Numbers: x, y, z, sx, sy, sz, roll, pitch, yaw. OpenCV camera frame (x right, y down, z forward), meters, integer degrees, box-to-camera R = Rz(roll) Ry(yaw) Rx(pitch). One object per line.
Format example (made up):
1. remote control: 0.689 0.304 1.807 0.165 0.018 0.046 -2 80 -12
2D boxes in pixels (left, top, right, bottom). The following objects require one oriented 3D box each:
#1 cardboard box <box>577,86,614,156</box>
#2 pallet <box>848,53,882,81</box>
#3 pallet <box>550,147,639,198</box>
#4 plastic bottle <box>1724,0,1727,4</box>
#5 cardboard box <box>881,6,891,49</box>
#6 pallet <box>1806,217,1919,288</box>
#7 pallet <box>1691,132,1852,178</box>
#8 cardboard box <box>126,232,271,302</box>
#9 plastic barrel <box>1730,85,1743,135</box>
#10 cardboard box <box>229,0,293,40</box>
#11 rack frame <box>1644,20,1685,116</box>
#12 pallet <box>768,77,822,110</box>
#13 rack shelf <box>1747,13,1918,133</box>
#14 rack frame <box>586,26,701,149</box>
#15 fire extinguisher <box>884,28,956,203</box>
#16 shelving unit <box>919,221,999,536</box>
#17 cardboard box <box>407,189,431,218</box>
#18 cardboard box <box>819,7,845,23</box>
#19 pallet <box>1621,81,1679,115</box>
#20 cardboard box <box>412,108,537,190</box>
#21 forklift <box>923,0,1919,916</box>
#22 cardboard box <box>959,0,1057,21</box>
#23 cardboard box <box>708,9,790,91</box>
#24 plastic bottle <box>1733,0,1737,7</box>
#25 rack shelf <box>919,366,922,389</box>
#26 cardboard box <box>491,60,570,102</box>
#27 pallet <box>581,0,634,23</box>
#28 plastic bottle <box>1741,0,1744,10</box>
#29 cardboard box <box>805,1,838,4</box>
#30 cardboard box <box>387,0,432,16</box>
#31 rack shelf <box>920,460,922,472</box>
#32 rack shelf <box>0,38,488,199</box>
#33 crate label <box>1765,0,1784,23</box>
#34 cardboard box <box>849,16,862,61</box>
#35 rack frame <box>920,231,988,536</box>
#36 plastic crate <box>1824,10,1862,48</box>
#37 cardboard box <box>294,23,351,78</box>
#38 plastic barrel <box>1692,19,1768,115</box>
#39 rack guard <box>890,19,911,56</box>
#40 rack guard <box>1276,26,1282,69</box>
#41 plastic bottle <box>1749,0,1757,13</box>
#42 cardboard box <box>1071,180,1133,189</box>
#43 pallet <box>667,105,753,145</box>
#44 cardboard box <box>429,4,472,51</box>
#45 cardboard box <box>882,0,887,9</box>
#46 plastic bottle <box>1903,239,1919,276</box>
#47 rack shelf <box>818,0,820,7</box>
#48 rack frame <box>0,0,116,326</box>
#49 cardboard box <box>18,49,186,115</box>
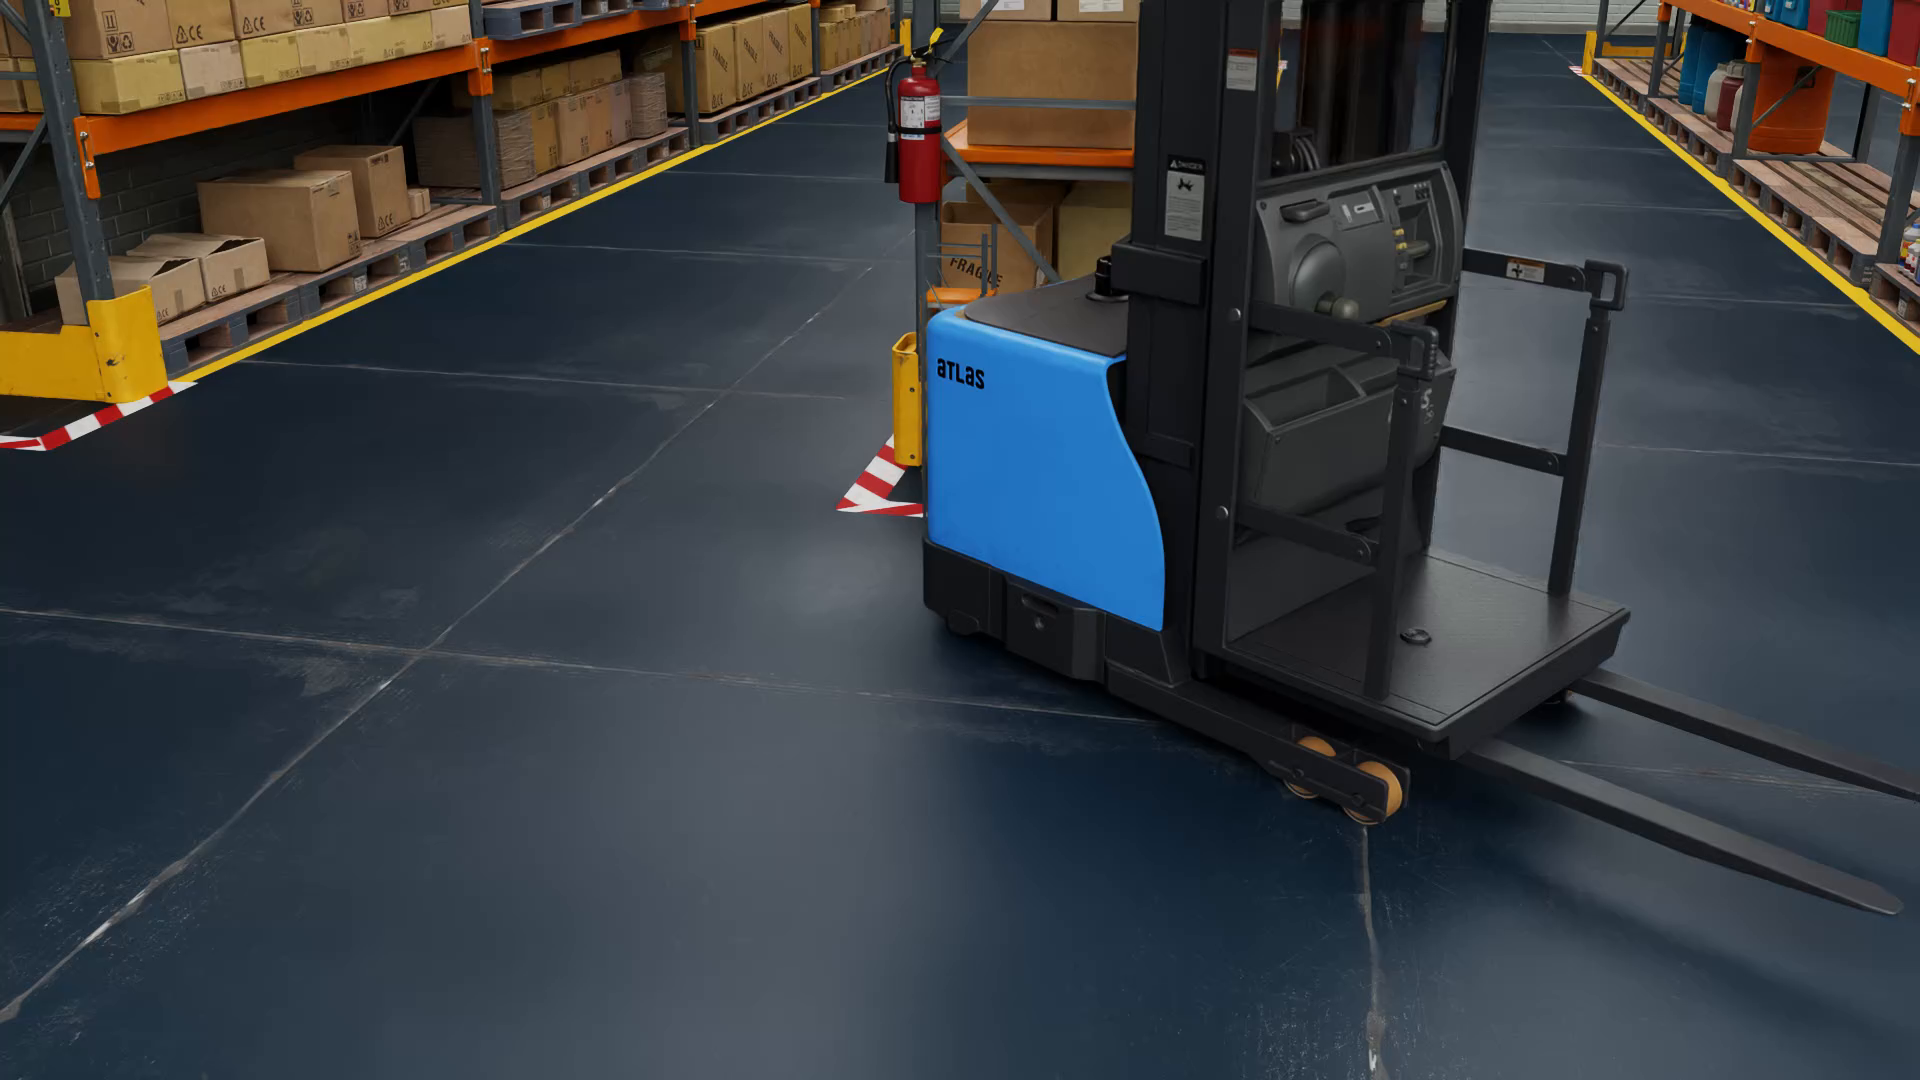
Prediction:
1. cardboard box: -3.292 -3.461 13.690 0.700 0.500 0.500 4 22 11
2. pallet: -1.609 -5.937 20.812 1.003 0.211 1.213 4 22 11
3. pallet: -3.315 -3.024 13.579 1.003 0.211 1.213 4 22 11
4. plastic bottle: 6.688 -4.755 14.411 0.097 0.201 0.097 0 22 0
5. cardboard box: -1.316 -6.745 21.870 0.700 0.500 0.500 4 22 11
6. pallet: 6.101 -1.826 10.605 1.003 0.211 1.213 4 22 11
7. pallet: 6.915 -3.290 14.241 1.003 0.211 1.213 4 22 11
8. cardboard box: -4.190 -1.533 9.156 0.500 0.311 0.500 6 23 15
9. plastic barrel: 6.906 -3.727 14.360 0.421 0.512 0.421 0 22 0
10. cardboard box: -3.922 -2.930 8.783 0.500 0.500 0.500 4 22 9
11. rack frame: 7.611 -5.755 16.629 1.000 3.000 0.127 4 22 11
12. pallet: -2.171 -4.929 18.310 1.003 0.211 1.213 4 22 11
13. rack shelf: 6.387 -3.227 11.315 1.077 0.370 4.000 4 22 11
14. rack frame: -2.903 -5.048 14.871 1.000 3.000 0.127 4 22 11
15. fire extinguisher: -0.164 -1.702 6.668 0.296 0.674 0.183 4 22 11
16. shelving unit: -0.003 -0.551 6.116 0.258 1.200 0.189 4 22 11
17. cardboard box: -3.799 -2.277 11.195 0.380 0.166 0.250 2 22 4
18. cardboard box: -1.586 -6.224 19.707 0.380 0.149 0.250 5 23 13
19. pallet: 7.723 -4.734 17.825 1.003 0.211 1.213 4 22 11
20. cardboard box: -3.586 -2.900 12.295 0.700 0.500 0.500 5 23 13
21. forklift: 1.263 -0.814 4.450 1.130 2.935 3.031 -20 29 -40
22. cardboard box: 0.206 -2.247 6.916 0.380 0.149 0.250 4 22 10
23. cardboard box: -2.271 -5.135 17.404 0.750 0.750 0.750 5 23 13
24. plastic bottle: 6.608 -4.613 14.058 0.097 0.201 0.097 0 22 0
25. rack shelf: -0.003 -0.621 6.088 0.258 0.103 0.180 4 22 11
26. cardboard box: -3.397 -3.599 13.029 0.500 0.250 0.500 4 22 9
27. pallet: -3.267 -4.232 13.102 1.003 0.211 1.213 4 22 11
28. plastic bottle: 6.549 -4.506 13.792 0.097 0.201 0.097 0 22 0
29. cardboard box: -1.743 -6.643 20.749 0.380 0.149 0.250 5 22 11
30. cardboard box: -3.610 -3.493 10.181 0.500 0.500 0.500 4 22 11
31. rack shelf: -0.003 -0.287 6.223 0.258 0.103 0.180 4 22 11
32. rack shelf: -4.128 -2.520 9.557 1.077 0.370 4.000 4 22 11
33. crate label: 6.342 -4.089 12.716 0.303 0.233 0.416 4 22 11
34. cardboard box: -1.622 -6.182 20.473 0.700 0.500 0.500 5 22 12
35. rack frame: -0.022 -0.518 6.033 0.240 1.200 0.006 4 22 11
36. plastic crate: 6.058 -3.390 11.038 0.450 0.188 0.662 4 22 11
37. cardboard box: -3.818 -2.777 9.408 0.500 0.250 0.500 5 22 11
38. plastic barrel: 7.339 -4.520 15.808 0.600 0.901 0.708 4 22 11
39. rack guard: -1.266 -6.823 22.625 1.175 0.500 0.348 4 22 11
40. rack guard: 3.564 -6.410 21.600 1.175 0.500 0.348 4 22 11
41. plastic bottle: 6.460 -4.419 13.466 0.061 0.283 0.133 4 22 11
42. cardboard box: 0.831 -1.559 8.323 0.500 0.500 0.500 4 22 11
43. pallet: -2.669 -4.037 16.094 1.003 0.211 1.213 4 22 11
44. cardboard box: -3.520 -3.328 10.776 0.500 0.250 0.500 5 22 11
45. cardboard box: -1.164 -6.985 21.598 0.380 0.149 0.250 4 22 10
46. plastic bottle: 5.464 -1.615 9.506 0.097 0.201 0.097 0 22 0
47. rack shelf: -1.679 -6.908 20.454 1.077 0.370 4.000 4 22 11
48. rack frame: -4.536 -2.122 7.607 1.000 3.000 0.127 4 22 11
49. cardboard box: -4.125 -2.216 8.014 0.500 0.250 0.500 4 22 9
